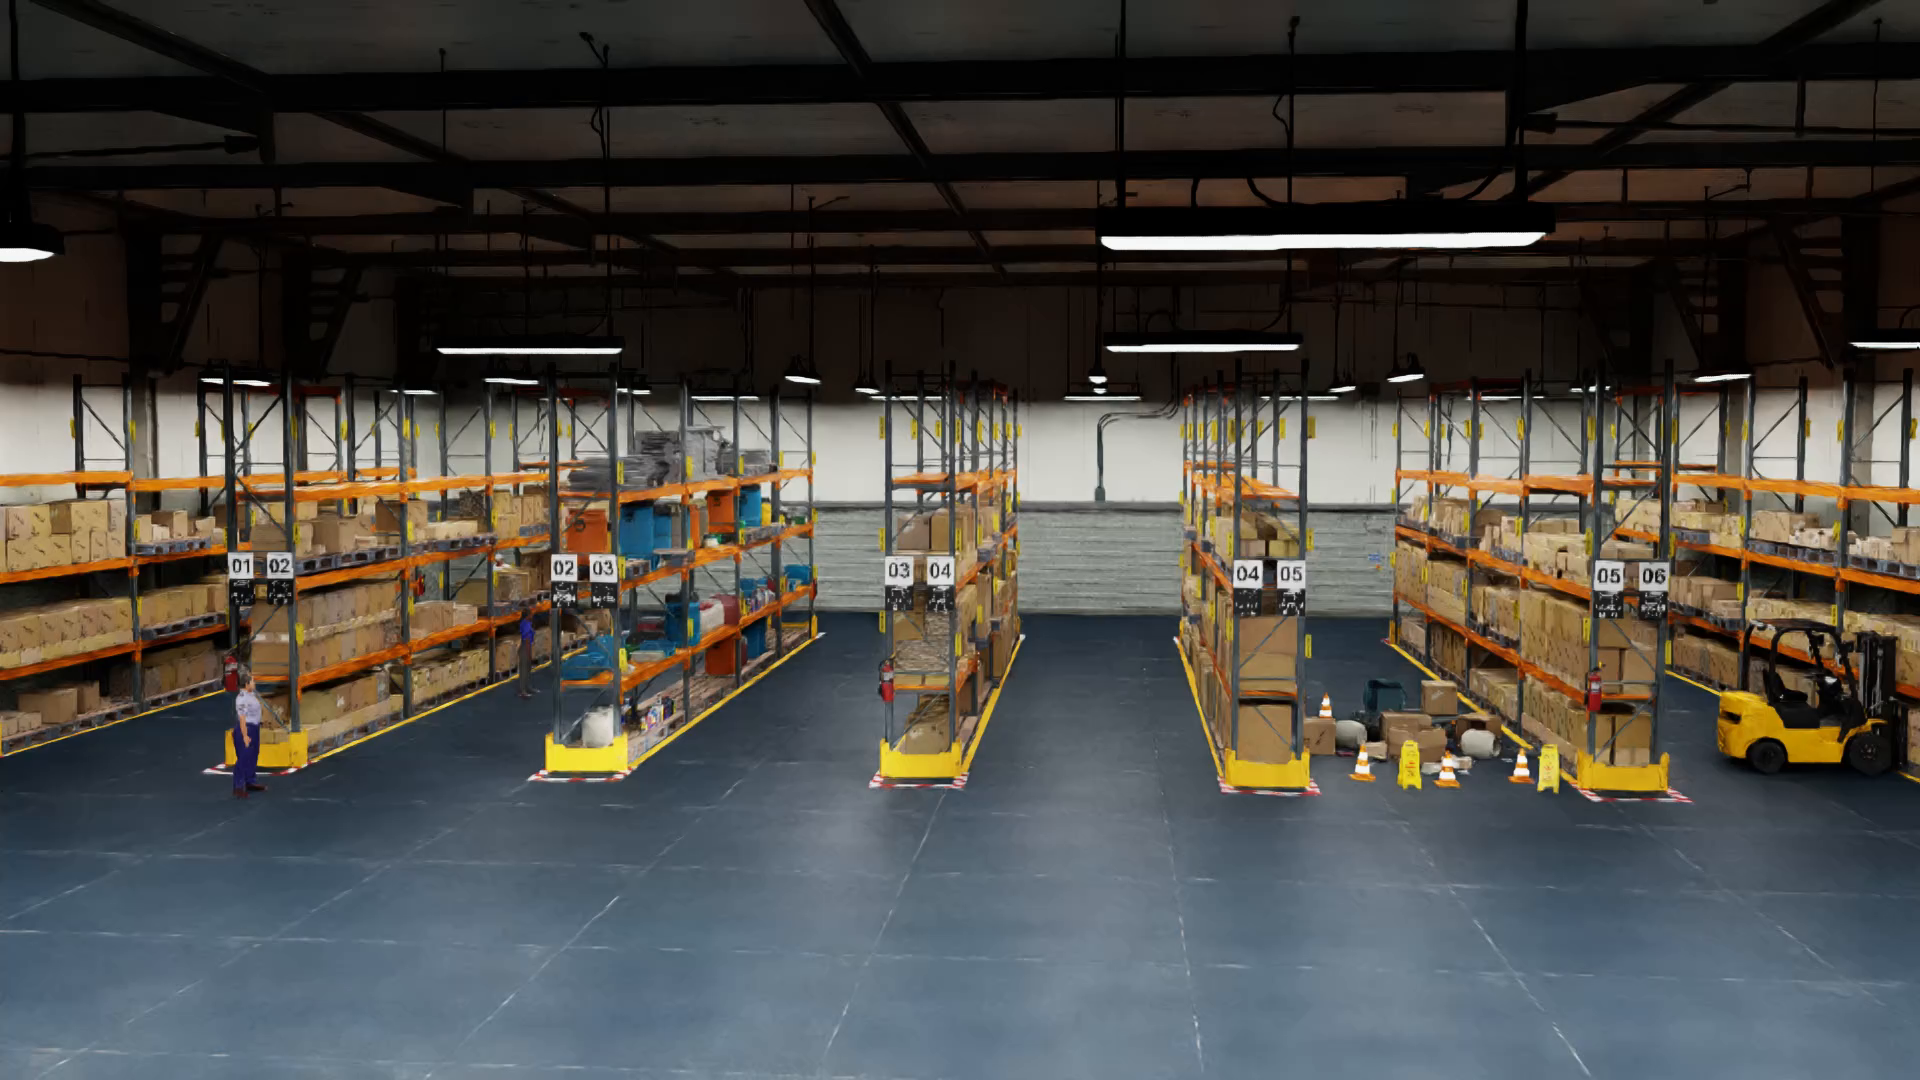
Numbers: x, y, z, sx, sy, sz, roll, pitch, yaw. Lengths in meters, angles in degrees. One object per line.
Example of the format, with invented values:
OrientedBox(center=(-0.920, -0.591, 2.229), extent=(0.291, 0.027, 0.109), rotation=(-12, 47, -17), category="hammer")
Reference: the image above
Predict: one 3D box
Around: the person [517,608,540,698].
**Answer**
OrientedBox(center=(-8.122, 2.103, 31.283), extent=(0.440, 1.666, 0.550), rotation=(-1, 4, -19), category="person")

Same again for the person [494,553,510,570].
OrientedBox(center=(-12.346, 1.206, 44.741), extent=(0.591, 1.716, 1.042), rotation=(0, 4, 4), category="person")

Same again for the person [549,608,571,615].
OrientedBox(center=(-10.032, 1.437, 41.981), extent=(0.482, 1.611, 0.955), rotation=(2, 4, 26), category="person")

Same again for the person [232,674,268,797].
OrientedBox(center=(-9.795, 2.661, 22.882), extent=(0.376, 1.649, 0.614), rotation=(-1, 4, -10), category="person")
